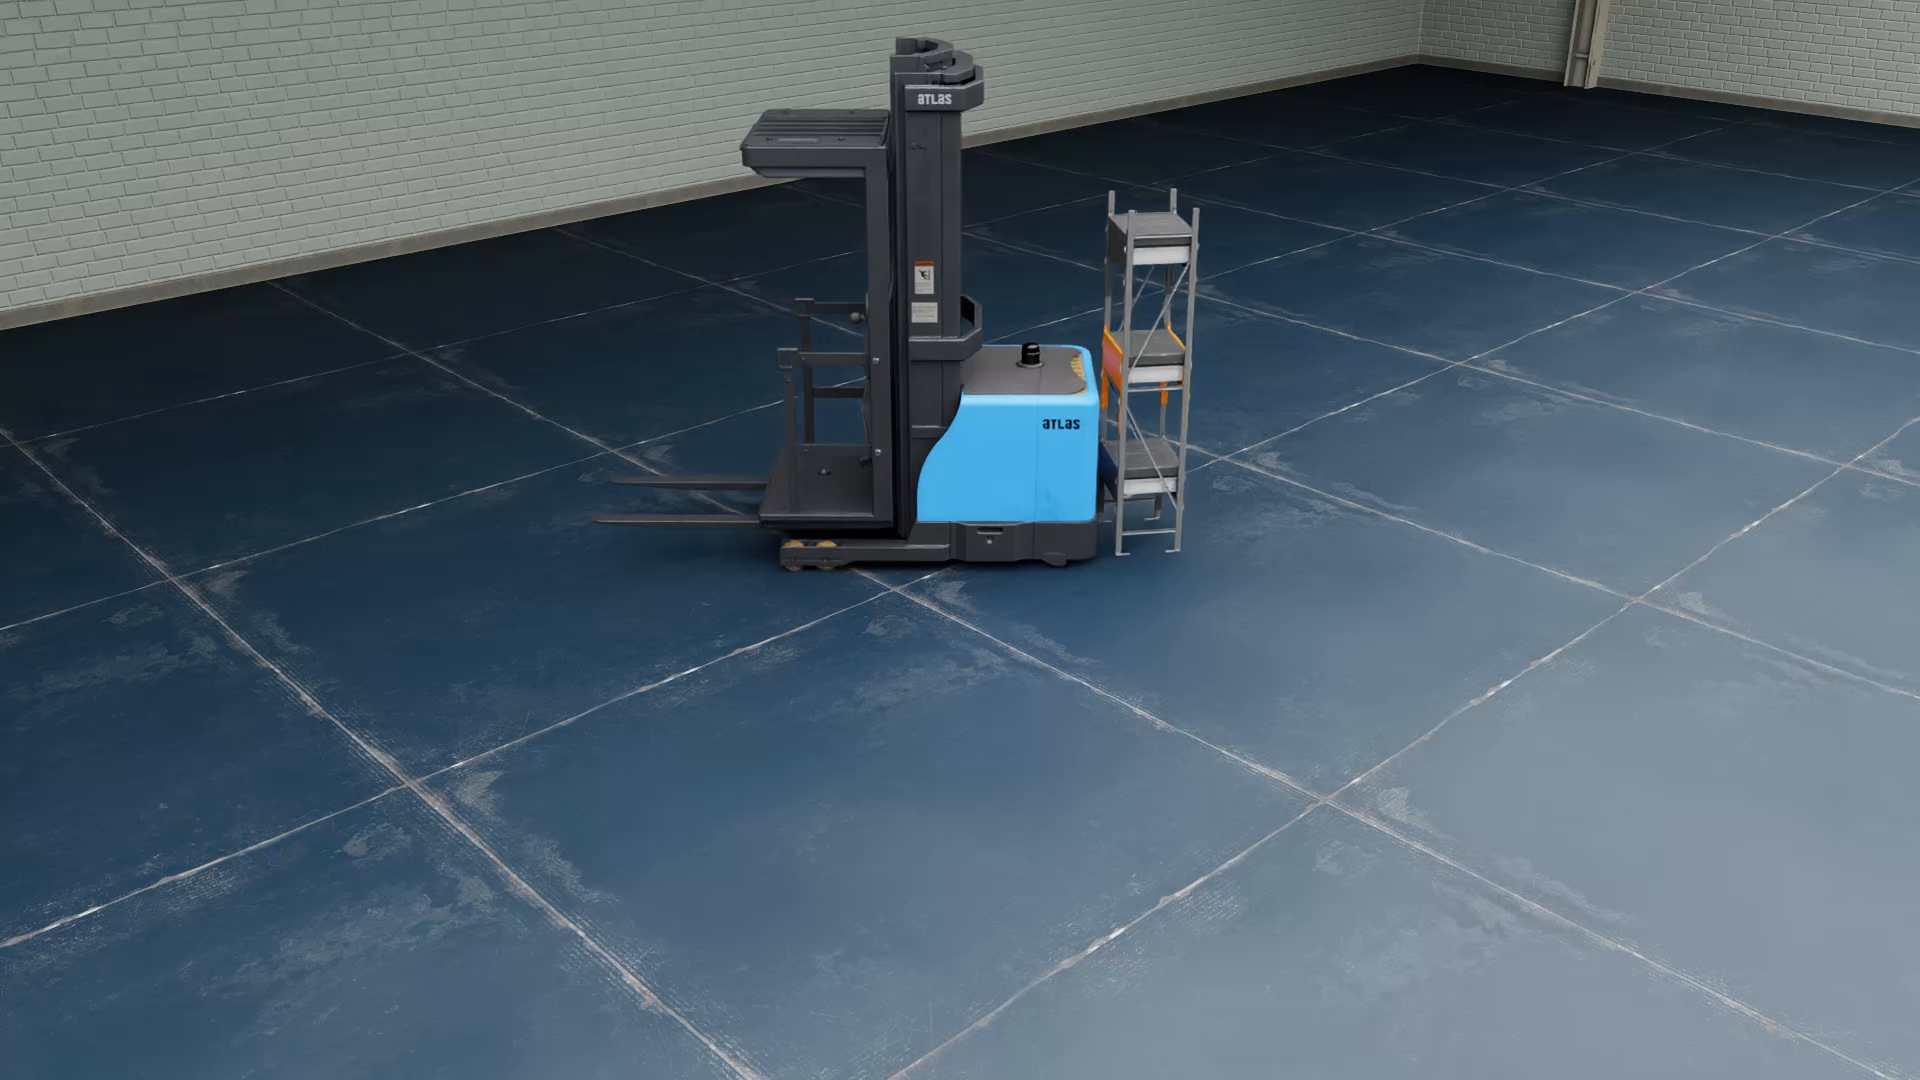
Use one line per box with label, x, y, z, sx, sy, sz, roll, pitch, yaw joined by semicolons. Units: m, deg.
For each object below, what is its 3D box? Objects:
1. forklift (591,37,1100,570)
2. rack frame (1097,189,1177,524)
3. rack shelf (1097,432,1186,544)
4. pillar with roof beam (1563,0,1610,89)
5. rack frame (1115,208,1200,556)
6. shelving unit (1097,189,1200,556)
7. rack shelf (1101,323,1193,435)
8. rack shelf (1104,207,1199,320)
forklift;-0.698;-1.376;9.736;3.031;2.935;1.130;0;25;1
rack frame;1.063;-1.073;10.069;0.400;2.100;0.015;-4;25;-7
rack shelf;1.099;-0.323;10.146;0.431;0.518;0.480;-4;25;-7
pillar with roof beam;6.379;-9.845;20.988;9.100;9.000;0.400;-21;32;-38
rack frame;1.132;-0.872;9.630;0.400;2.100;0.015;-4;25;-7
shelving unit;1.097;-0.972;9.850;0.431;2.100;0.503;-4;25;-7
rack shelf;1.097;-0.960;9.855;0.431;0.518;0.480;-4;25;-7
rack shelf;1.095;-1.597;9.564;0.431;0.518;0.480;-4;25;-7
